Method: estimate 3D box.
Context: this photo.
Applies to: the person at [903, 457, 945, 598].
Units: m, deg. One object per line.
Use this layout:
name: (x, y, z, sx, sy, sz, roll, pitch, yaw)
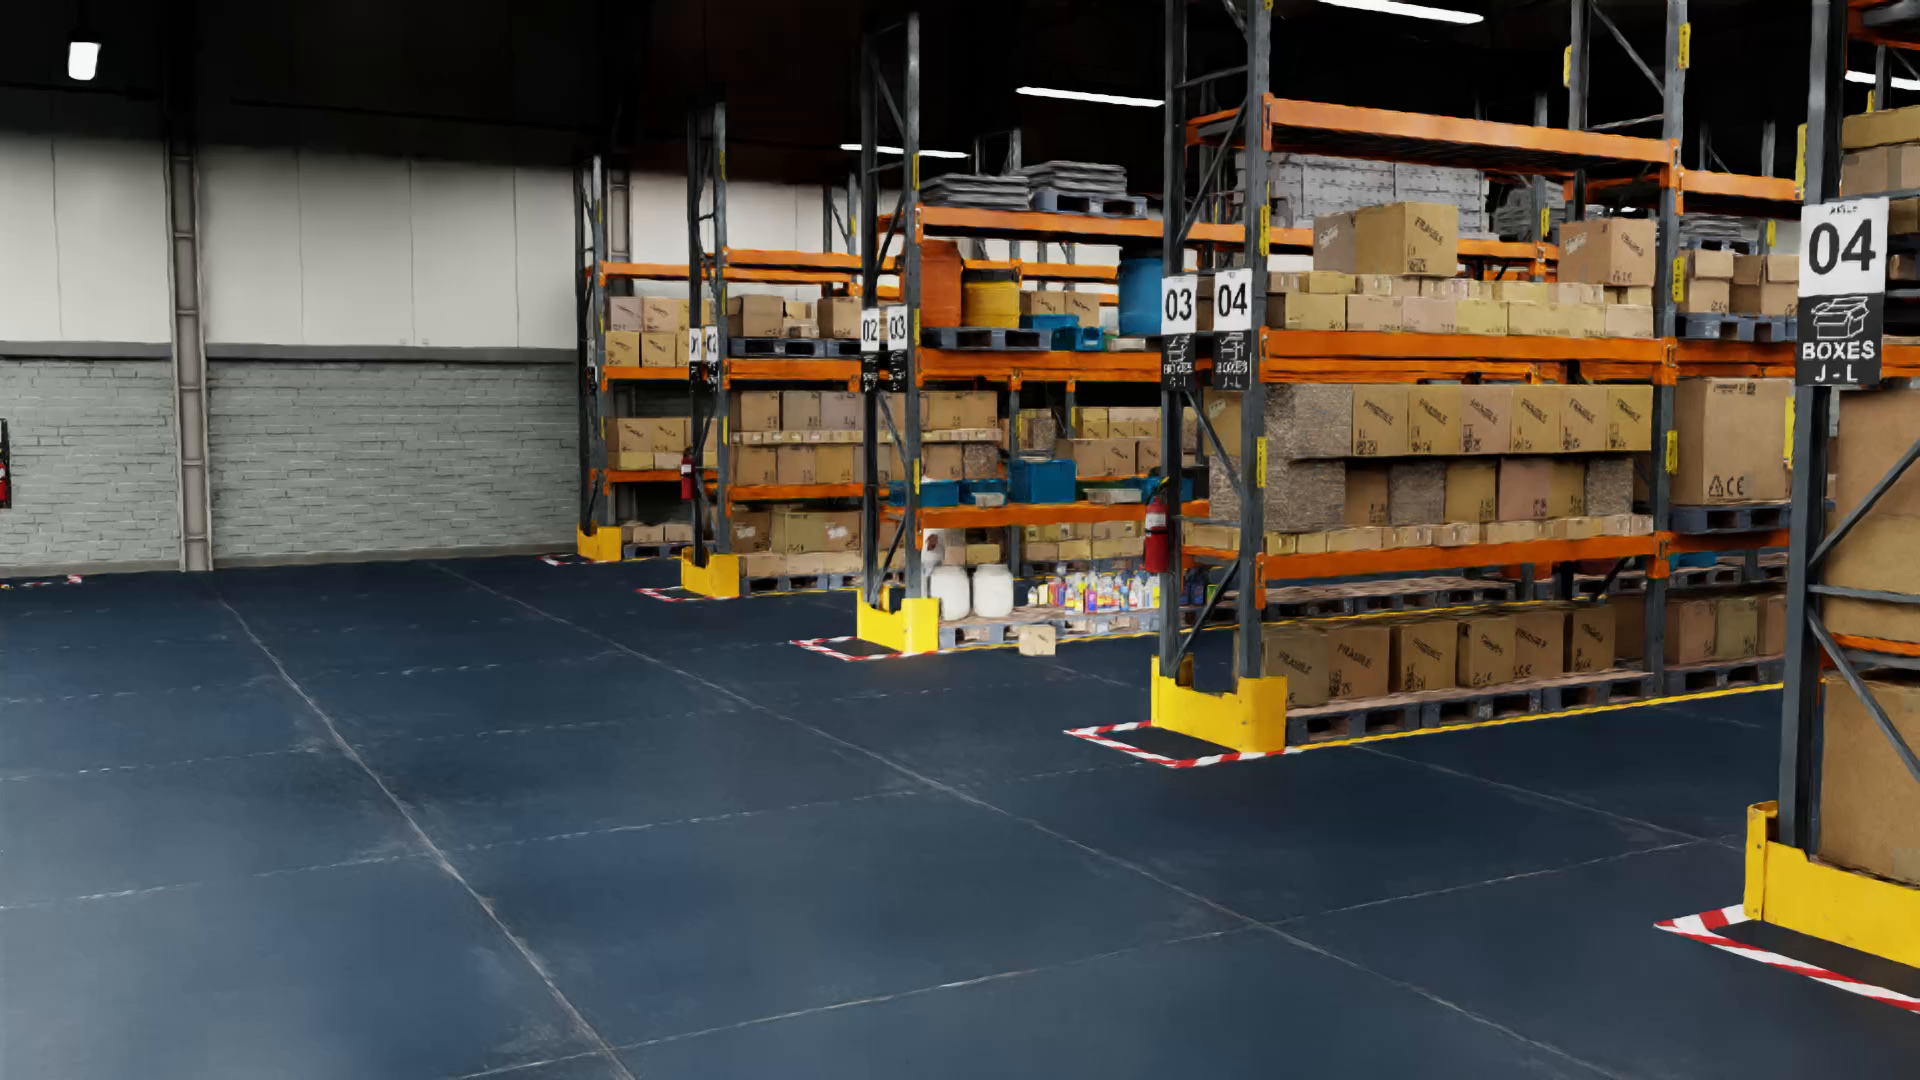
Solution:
person: (-0.342, -0.016, 17.644, 0.520, 1.721, 0.725, -3, 6, -30)
